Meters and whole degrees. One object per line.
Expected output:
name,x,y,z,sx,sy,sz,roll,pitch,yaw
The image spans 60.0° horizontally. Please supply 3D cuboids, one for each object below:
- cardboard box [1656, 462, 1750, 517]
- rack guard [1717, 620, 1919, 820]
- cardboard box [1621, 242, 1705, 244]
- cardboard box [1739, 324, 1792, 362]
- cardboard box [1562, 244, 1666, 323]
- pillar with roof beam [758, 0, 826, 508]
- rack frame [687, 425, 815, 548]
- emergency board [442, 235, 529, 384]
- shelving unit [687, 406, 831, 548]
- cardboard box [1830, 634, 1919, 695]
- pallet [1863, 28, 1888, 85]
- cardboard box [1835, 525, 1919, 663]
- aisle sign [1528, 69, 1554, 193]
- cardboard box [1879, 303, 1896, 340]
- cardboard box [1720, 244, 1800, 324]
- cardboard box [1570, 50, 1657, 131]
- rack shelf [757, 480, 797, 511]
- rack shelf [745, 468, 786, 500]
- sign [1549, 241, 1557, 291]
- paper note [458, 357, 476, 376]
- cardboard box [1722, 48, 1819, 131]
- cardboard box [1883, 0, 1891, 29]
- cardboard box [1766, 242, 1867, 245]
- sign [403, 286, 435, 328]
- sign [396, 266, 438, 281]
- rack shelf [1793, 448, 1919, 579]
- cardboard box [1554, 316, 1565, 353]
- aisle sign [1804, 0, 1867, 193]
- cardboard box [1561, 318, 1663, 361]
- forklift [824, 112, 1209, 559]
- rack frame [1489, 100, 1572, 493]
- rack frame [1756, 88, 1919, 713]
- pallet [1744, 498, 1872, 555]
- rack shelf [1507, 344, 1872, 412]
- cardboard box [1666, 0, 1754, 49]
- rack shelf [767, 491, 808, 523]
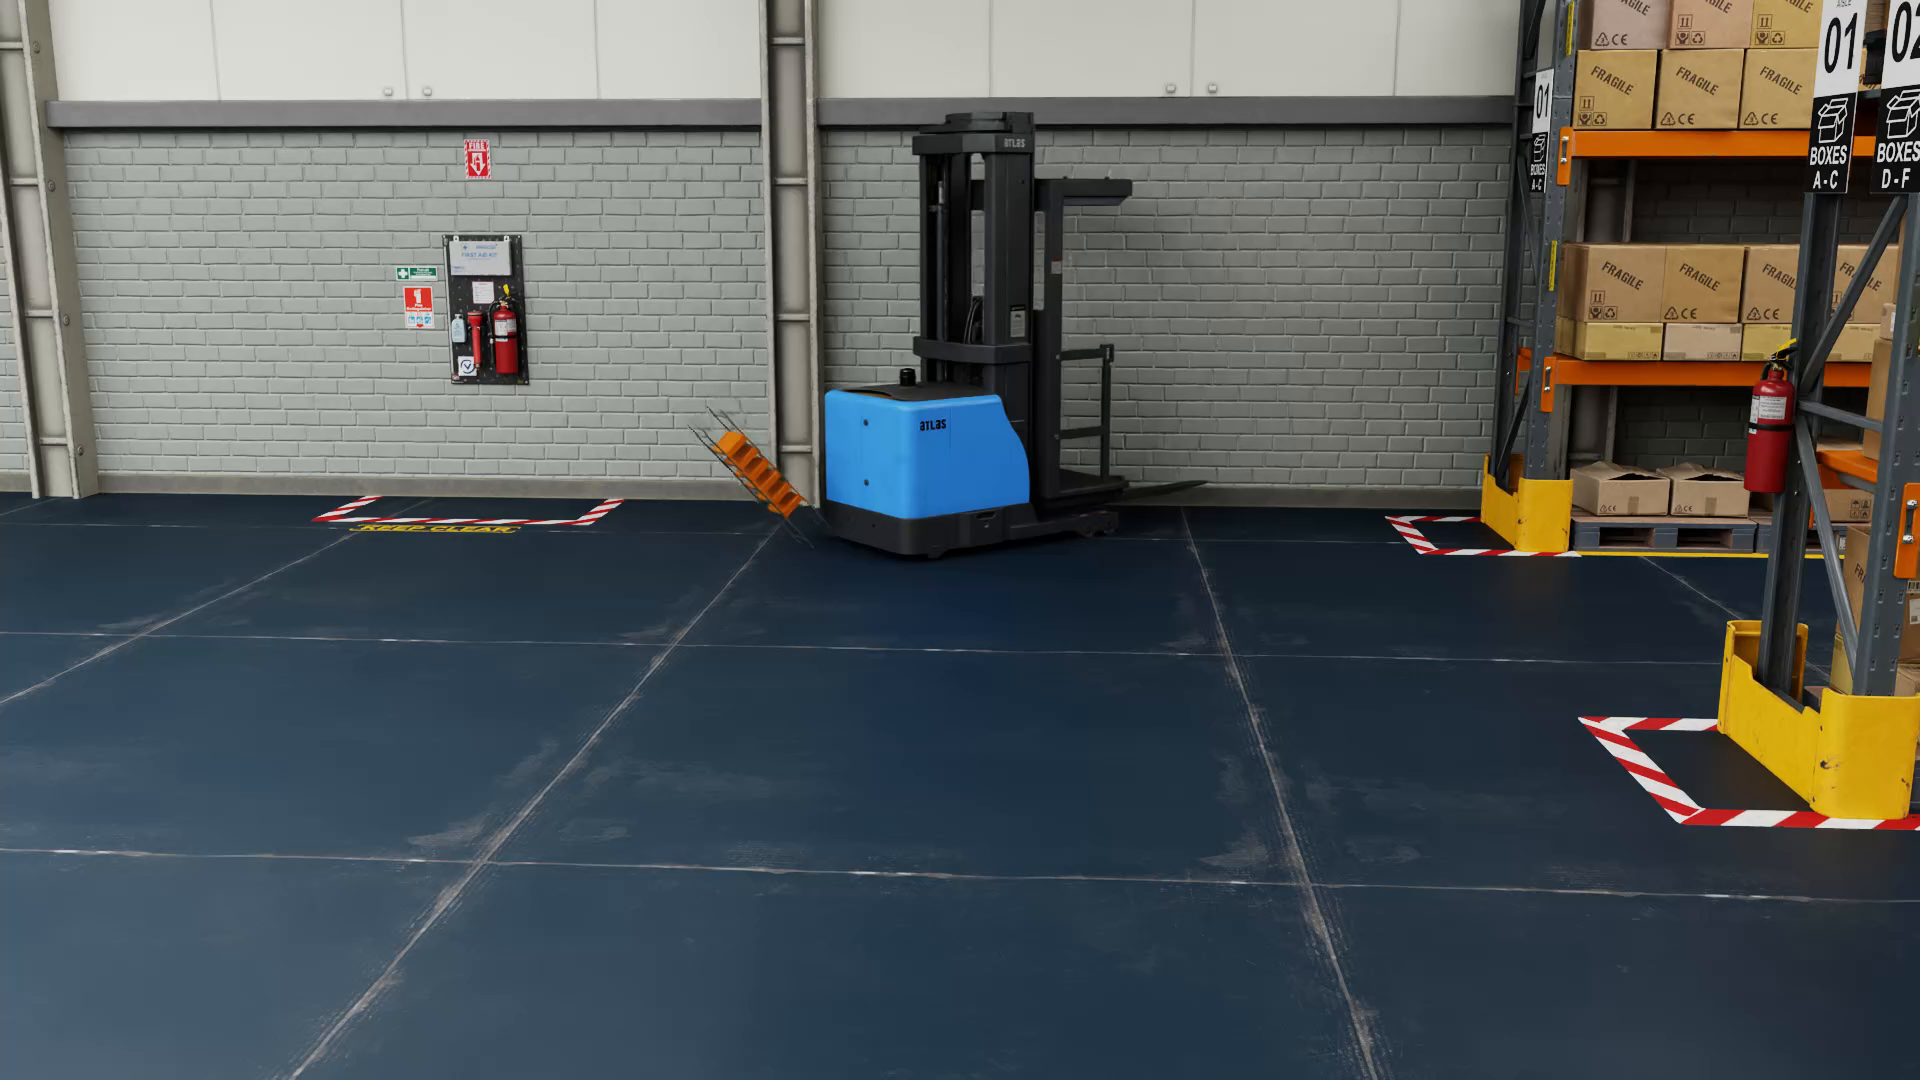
cardboard box,5.211,-0.366,11.686,0.500,0.311,0.500,2,12,8
rack guard,3.607,0.732,7.046,0.348,0.500,1.175,1,12,4
cardboard box,4.944,-1.834,11.697,0.500,0.500,0.500,1,12,5
cardboard box,5.451,-1.355,11.239,0.500,0.250,0.500,1,12,3
cardboard box,4.415,-1.738,11.238,0.500,0.500,0.500,1,12,4
pillar with roof beam,-1.560,-3.809,7.999,0.400,9.000,9.100,1,12,4
rack frame,-1.410,-0.354,11.280,0.006,1.200,0.240,-50,32,-15
emergency board,-3.735,-1.794,13.017,0.643,1.169,0.194,1,12,4
shelving unit,-1.354,-0.422,11.303,0.189,1.200,0.258,-50,32,-15
cardboard box,4.186,0.597,7.280,0.500,0.250,0.500,1,12,4
pallet,4.335,-1.901,6.419,1.213,0.211,1.003,1,12,4
cardboard box,4.186,0.229,7.206,0.500,0.500,0.500,1,12,4
aisle sign,3.866,-2.715,11.072,0.004,0.787,0.394,1,12,4
cardboard box,4.025,-0.891,6.873,0.250,0.149,0.380,1,12,3
cardboard box,5.422,-1.721,11.156,0.500,0.500,0.500,0,12,2
cardboard box,4.275,-2.974,11.041,0.500,0.500,0.500,1,12,5
rack shelf,-1.260,-0.315,11.387,0.180,0.103,0.258,-50,32,-15
rack shelf,-1.328,-0.393,11.326,0.180,0.103,0.258,-50,32,-15
sign,3.922,-1.816,11.008,0.005,0.325,0.100,1,12,4
paper note,-3.907,-1.379,13.186,0.142,0.148,0.016,1,12,4
cardboard box,5.327,-2.953,10.941,0.500,0.500,0.500,1,12,6
cardboard box,6.362,-3.426,10.760,0.500,0.500,0.500,0,12,2
cardboard box,5.963,-1.821,11.635,0.500,0.500,0.500,1,12,5
sign,-4.280,-1.840,13.150,0.234,0.329,0.001,1,12,4
sign,-4.276,-2.097,13.087,0.331,0.109,0.001,1,12,4
rack shelf,5.627,-0.111,6.731,4.000,0.370,1.077,1,12,4
cardboard box,4.438,-1.472,11.798,0.500,0.250,0.500,1,12,5
aisle sign,3.585,-1.824,6.813,0.004,0.787,0.394,1,12,4
cardboard box,4.424,-1.368,11.298,0.500,0.250,0.500,0,12,2
forklift,0.524,-1.531,11.928,3.031,2.935,1.130,-9,15,-37
rack frame,3.958,-1.503,11.626,0.127,3.000,1.000,1,12,4
rack frame,3.631,-0.491,6.788,0.127,3.000,1.000,1,12,4
pallet,6.056,-0.101,11.737,1.213,0.211,1.003,1,12,4
rack shelf,5.954,-1.123,11.569,4.000,0.370,1.077,1,12,4
cardboard box,4.824,-3.447,10.860,0.500,0.500,0.500,1,12,3
rack shelf,-1.192,-0.238,11.448,0.180,0.103,0.258,-50,32,-15
